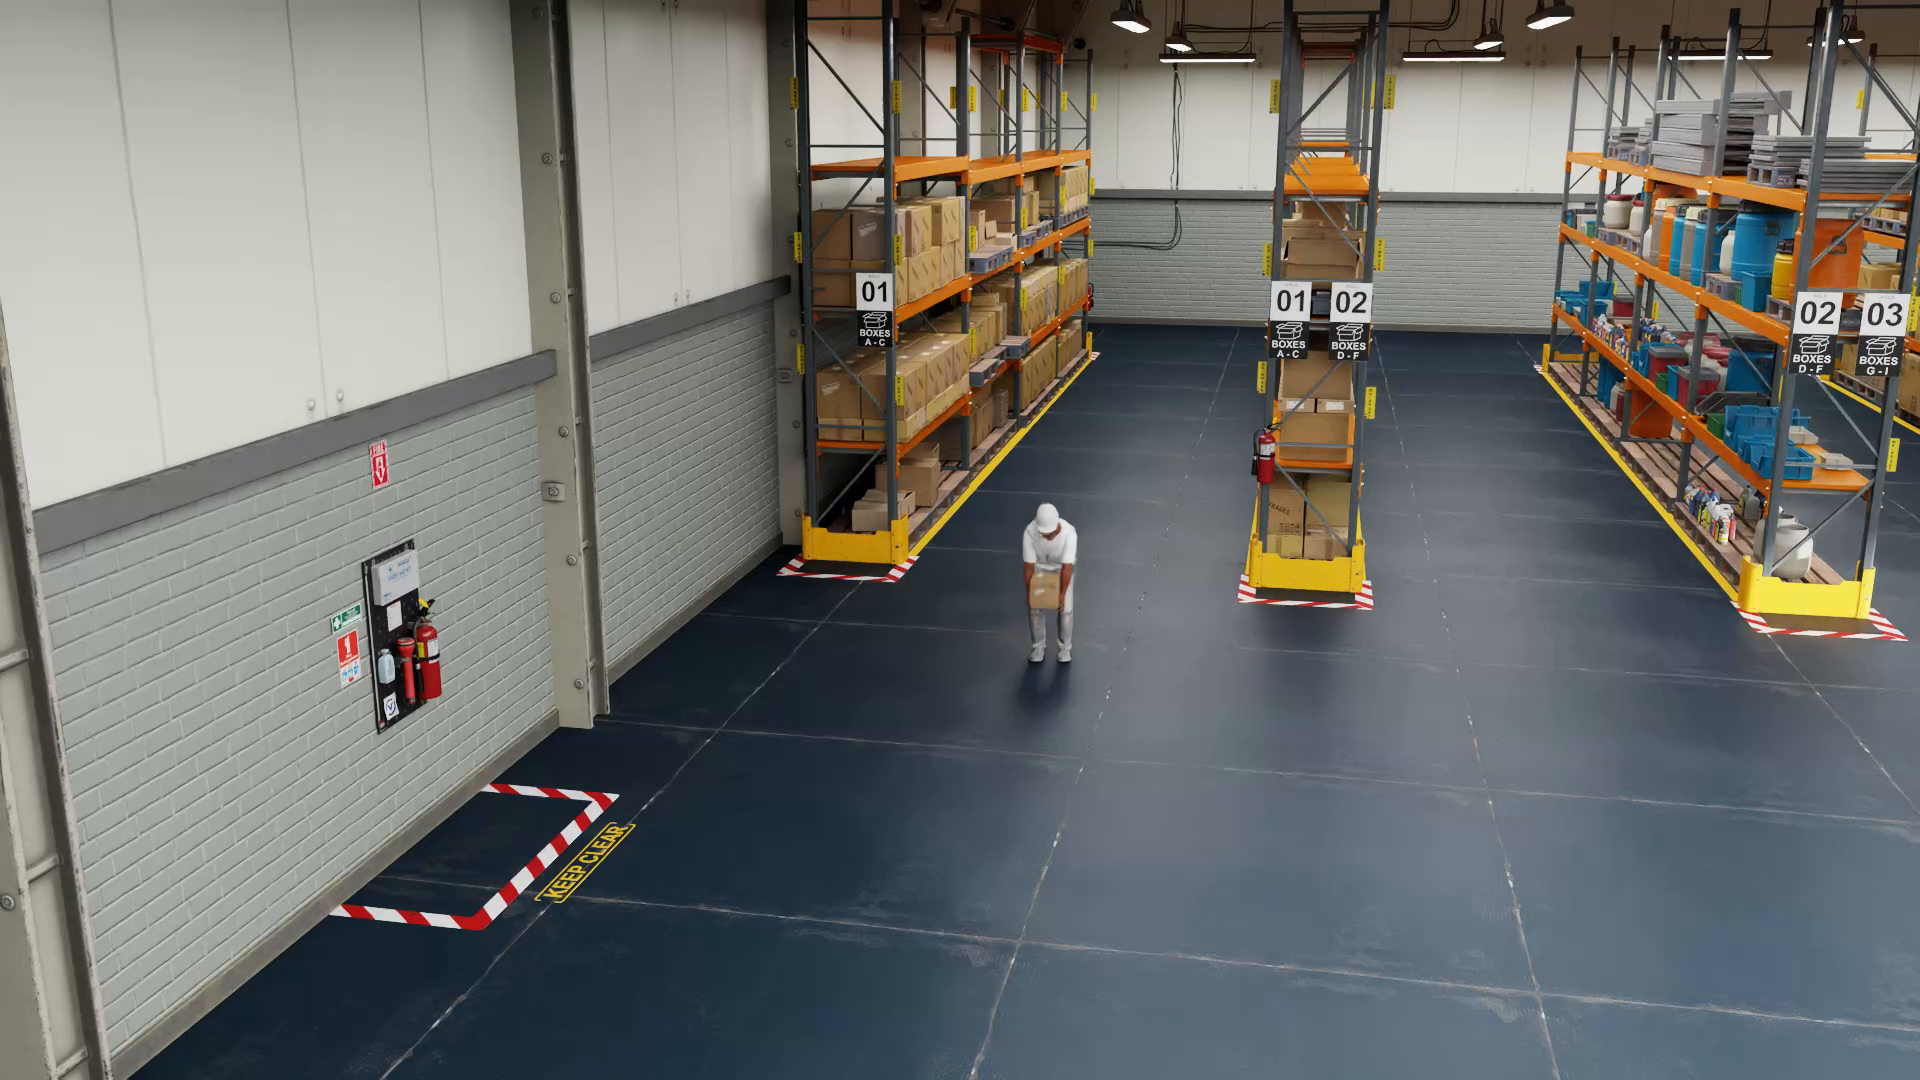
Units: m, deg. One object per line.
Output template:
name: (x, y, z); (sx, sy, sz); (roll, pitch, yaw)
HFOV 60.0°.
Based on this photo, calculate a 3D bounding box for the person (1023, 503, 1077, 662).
person: (0.809, 0.370, 14.958); (0.477, 1.554, 0.799); (3, 15, 10)
